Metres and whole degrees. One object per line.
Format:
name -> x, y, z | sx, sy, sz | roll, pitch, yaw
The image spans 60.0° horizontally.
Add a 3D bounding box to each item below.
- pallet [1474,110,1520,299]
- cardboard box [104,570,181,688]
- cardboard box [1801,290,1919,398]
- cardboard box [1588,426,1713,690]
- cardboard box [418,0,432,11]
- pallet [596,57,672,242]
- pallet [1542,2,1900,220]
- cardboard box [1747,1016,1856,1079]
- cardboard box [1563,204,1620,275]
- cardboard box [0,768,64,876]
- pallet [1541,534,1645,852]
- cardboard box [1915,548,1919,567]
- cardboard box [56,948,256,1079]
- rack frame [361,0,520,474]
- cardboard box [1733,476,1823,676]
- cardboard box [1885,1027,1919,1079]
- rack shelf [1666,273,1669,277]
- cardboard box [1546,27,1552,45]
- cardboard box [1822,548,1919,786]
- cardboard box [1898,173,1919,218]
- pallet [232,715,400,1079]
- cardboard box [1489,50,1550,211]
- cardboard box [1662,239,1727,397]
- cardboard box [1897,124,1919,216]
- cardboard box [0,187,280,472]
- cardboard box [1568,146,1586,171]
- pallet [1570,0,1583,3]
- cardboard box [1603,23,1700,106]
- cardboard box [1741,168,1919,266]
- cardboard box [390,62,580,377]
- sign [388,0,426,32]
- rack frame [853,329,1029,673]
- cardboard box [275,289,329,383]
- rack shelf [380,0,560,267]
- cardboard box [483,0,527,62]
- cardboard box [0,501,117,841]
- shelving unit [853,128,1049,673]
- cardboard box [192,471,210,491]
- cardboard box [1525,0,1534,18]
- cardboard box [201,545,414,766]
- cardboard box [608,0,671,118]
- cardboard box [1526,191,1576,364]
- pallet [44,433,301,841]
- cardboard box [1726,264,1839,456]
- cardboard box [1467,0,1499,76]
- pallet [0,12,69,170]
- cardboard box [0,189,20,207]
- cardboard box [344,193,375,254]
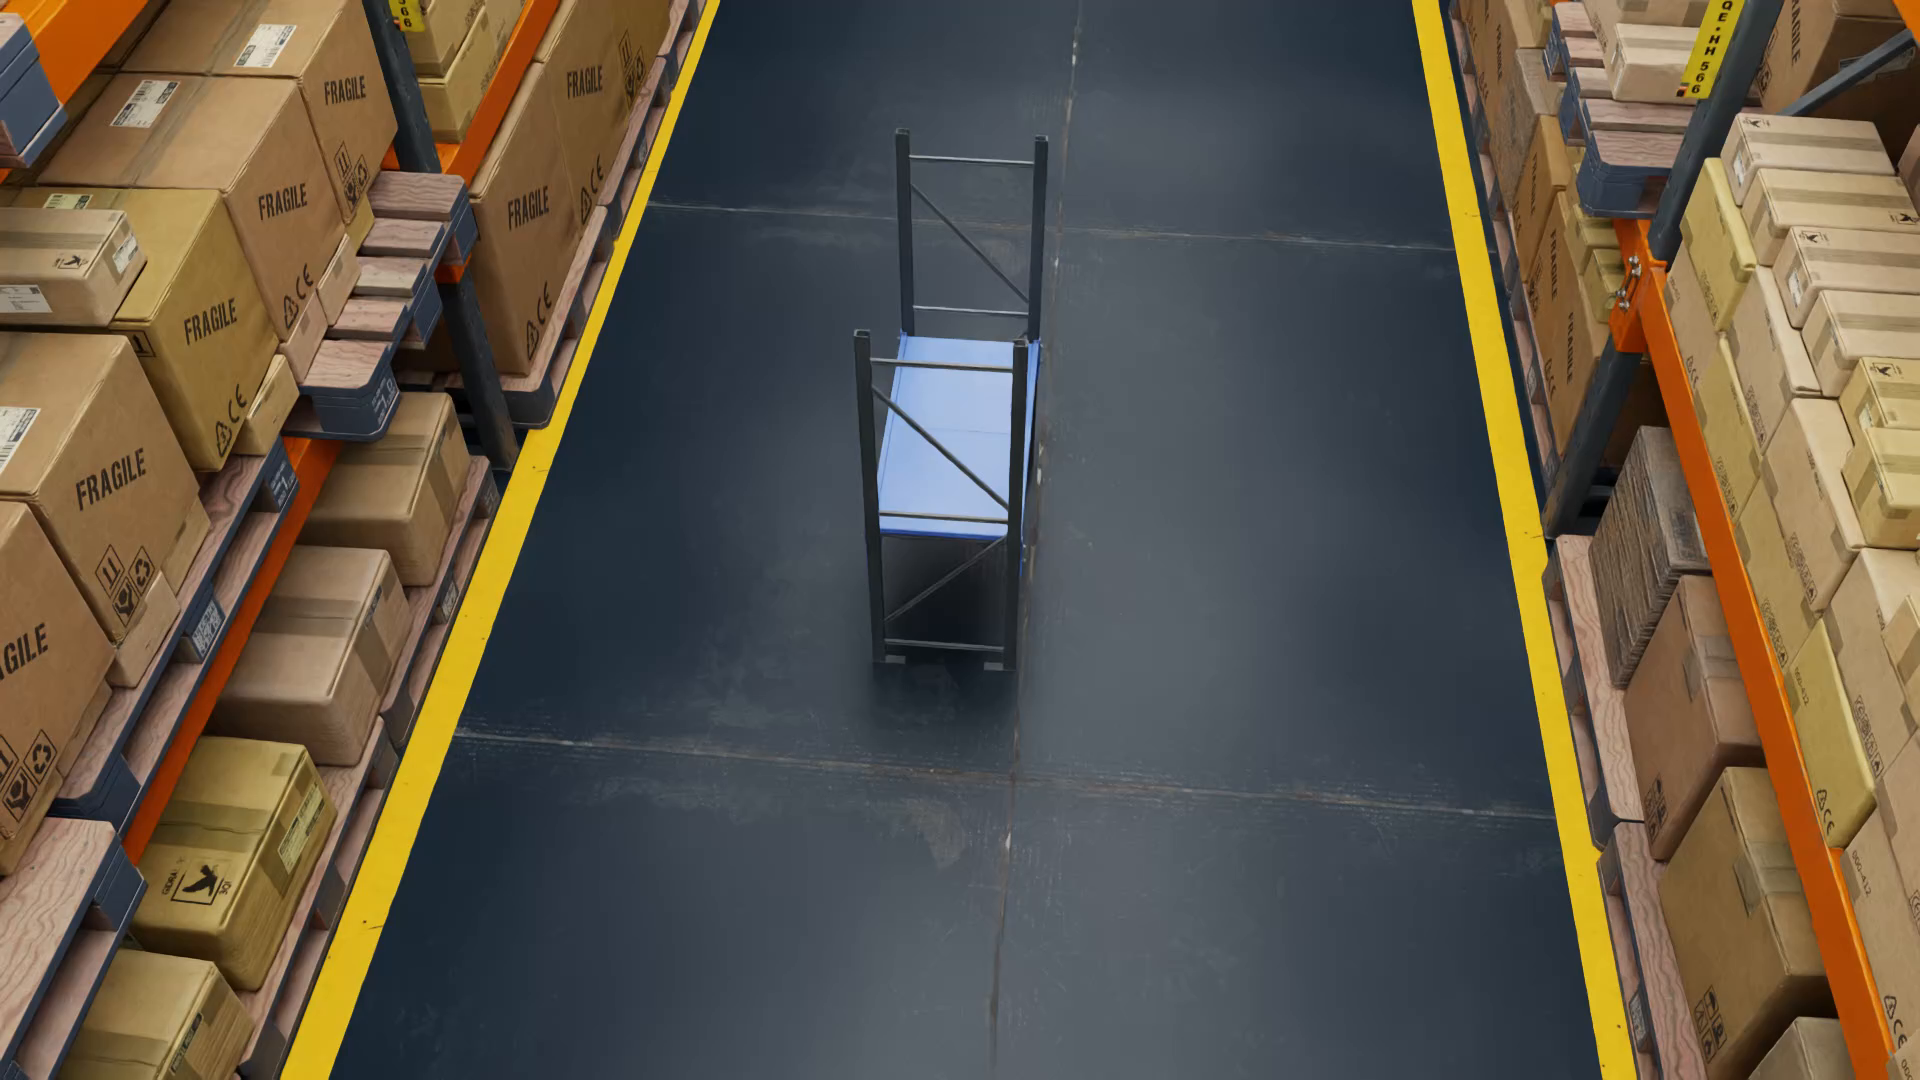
pallet -> 2.920, -1.519, 7.497 | 1.003, 0.211, 1.213 | 4, 48, 4
cardboard box -> -2.096, 0.190, 3.929 | 0.380, 0.149, 0.250 | 6, 48, 5
cardboard box -> 2.346, -0.479, 4.148 | 0.380, 0.149, 0.250 | 4, 48, 4
cardboard box -> 2.630, 0.097, 5.454 | 0.875, 0.625, 0.625 | 5, 48, 5
cardboard box -> -1.954, -2.069, 5.364 | 0.500, 0.500, 0.500 | 2, 48, 2
pallet -> -1.982, -1.879, 7.825 | 1.003, 0.211, 1.213 | 4, 48, 4
pallet -> 2.692, -1.459, 5.681 | 1.213, 0.211, 1.003 | 4, 48, 4
cardboard box -> 2.451, 1.625, 4.056 | 0.875, 0.625, 0.625 | 3, 48, 3
cardboard box -> 2.487, -1.120, 6.212 | 0.380, 0.149, 0.250 | 2, 48, 2
cardboard box -> -2.196, 0.563, 3.588 | 0.380, 0.149, 0.250 | 5, 48, 4
pallet -> 2.587, 0.523, 5.629 | 1.003, 0.211, 1.213 | 4, 48, 4
cardboard box -> 2.344, 0.088, 3.629 | 0.380, 0.149, 0.250 | 4, 48, 4
cardboard box -> -2.500, 1.419, 4.416 | 0.950, 0.372, 0.625 | 7, 48, 6
rack frame -> -2.243, -1.352, 5.453 | 1.000, 3.000, 0.127 | 4, 48, 4
cardboard box -> 2.326, 0.088, 4.238 | 0.500, 0.250, 0.500 | 2, 48, 2
cardboard box -> 2.162, 1.212, 3.211 | 0.500, 0.250, 0.500 | 4, 48, 3
rack shelf -> 2.518, 0.626, 4.000 | 0.919, 0.124, 3.809 | 4, 48, 4
cardboard box -> 2.715, -2.067, 7.078 | 0.380, 0.149, 0.250 | 4, 48, 4
cardboard box -> 2.283, 0.299, 3.706 | 0.500, 0.250, 0.500 | 4, 48, 4
cardboard box -> 2.936, -0.790, 4.703 | 0.500, 0.250, 0.500 | 5, 48, 4
pallet -> -2.429, 1.058, 5.140 | 1.003, 0.211, 1.213 | 4, 48, 4
cardboard box -> 2.655, -1.779, 7.253 | 0.500, 0.500, 0.500 | 2, 48, 2
cardboard box -> 2.417, -0.660, 4.923 | 0.500, 0.250, 0.500 | 4, 48, 4
cardboard box -> 2.872, -1.021, 4.643 | 0.380, 0.149, 0.250 | 5, 48, 5
cardboard box -> -2.088, -0.523, 4.142 | 0.500, 0.500, 0.500 | 1, 48, 1
cardboard box -> 2.625, -1.502, 6.560 | 0.380, 0.149, 0.250 | 5, 48, 5
pallet -> 2.873, -2.385, 6.529 | 1.003, 0.211, 1.213 | 4, 48, 4
cardboard box -> 2.378, -1.586, 5.553 | 0.380, 0.149, 0.250 | 5, 48, 4
cardboard box -> 2.355, -0.863, 4.499 | 0.380, 0.149, 0.250 | 5, 48, 4
cardboard box -> -2.097, -1.278, 6.542 | 0.875, 0.875, 0.875 | 3, 48, 3
sign -> -1.702, -1.686, 5.028 | 0.100, 0.325, 0.005 | 4, 48, 4
rack frame -> -0.054, -0.070, 5.298 | 0.500, 1.500, 0.032 | 4, 48, 4
cardboard box -> -2.000, -0.577, 4.631 | 0.380, 0.149, 0.250 | 2, 48, 2
rack shelf -> -2.061, -2.578, 7.063 | 1.077, 0.370, 4.000 | 4, 48, 4
cardboard box -> -1.918, -2.022, 6.168 | 0.500, 0.250, 0.500 | 3, 48, 2
cardboard box -> -2.175, 0.256, 3.429 | 0.500, 0.500, 0.500 | 4, 48, 3
shelving unit -> -0.008, -0.443, 5.639 | 0.538, 1.500, 1.048 | 4, 48, 4
cardboard box -> -2.160, -0.198, 4.284 | 0.380, 0.149, 0.250 | 4, 48, 4
cardboard box -> 2.736, -2.450, 7.427 | 0.380, 0.149, 0.250 | 4, 48, 3
cardboard box -> -2.364, 0.351, 5.393 | 0.950, 0.372, 0.625 | 3, 48, 3
cardboard box -> -1.930, -2.590, 7.742 | 0.875, 0.875, 0.875 | 5, 48, 5
cardboard box -> 2.581, -1.011, 6.551 | 0.500, 0.500, 0.500 | 3, 48, 3
pallet -> -2.382, 0.171, 4.191 | 1.003, 0.211, 1.213 | 4, 48, 4
cardboard box -> 2.370, -0.461, 4.402 | 0.500, 0.250, 0.500 | 5, 48, 5
cardboard box -> 2.758, -2.526, 7.937 | 0.500, 0.500, 0.500 | 3, 48, 3
pallet -> -2.354, -0.570, 2.833 | 1.213, 0.211, 1.003 | 4, 48, 4
cardboard box -> -2.597, -0.538, 4.156 | 0.500, 0.500, 0.500 | 5, 48, 4
cardboard box -> -1.991, -0.950, 4.972 | 0.380, 0.149, 0.250 | 5, 48, 4
